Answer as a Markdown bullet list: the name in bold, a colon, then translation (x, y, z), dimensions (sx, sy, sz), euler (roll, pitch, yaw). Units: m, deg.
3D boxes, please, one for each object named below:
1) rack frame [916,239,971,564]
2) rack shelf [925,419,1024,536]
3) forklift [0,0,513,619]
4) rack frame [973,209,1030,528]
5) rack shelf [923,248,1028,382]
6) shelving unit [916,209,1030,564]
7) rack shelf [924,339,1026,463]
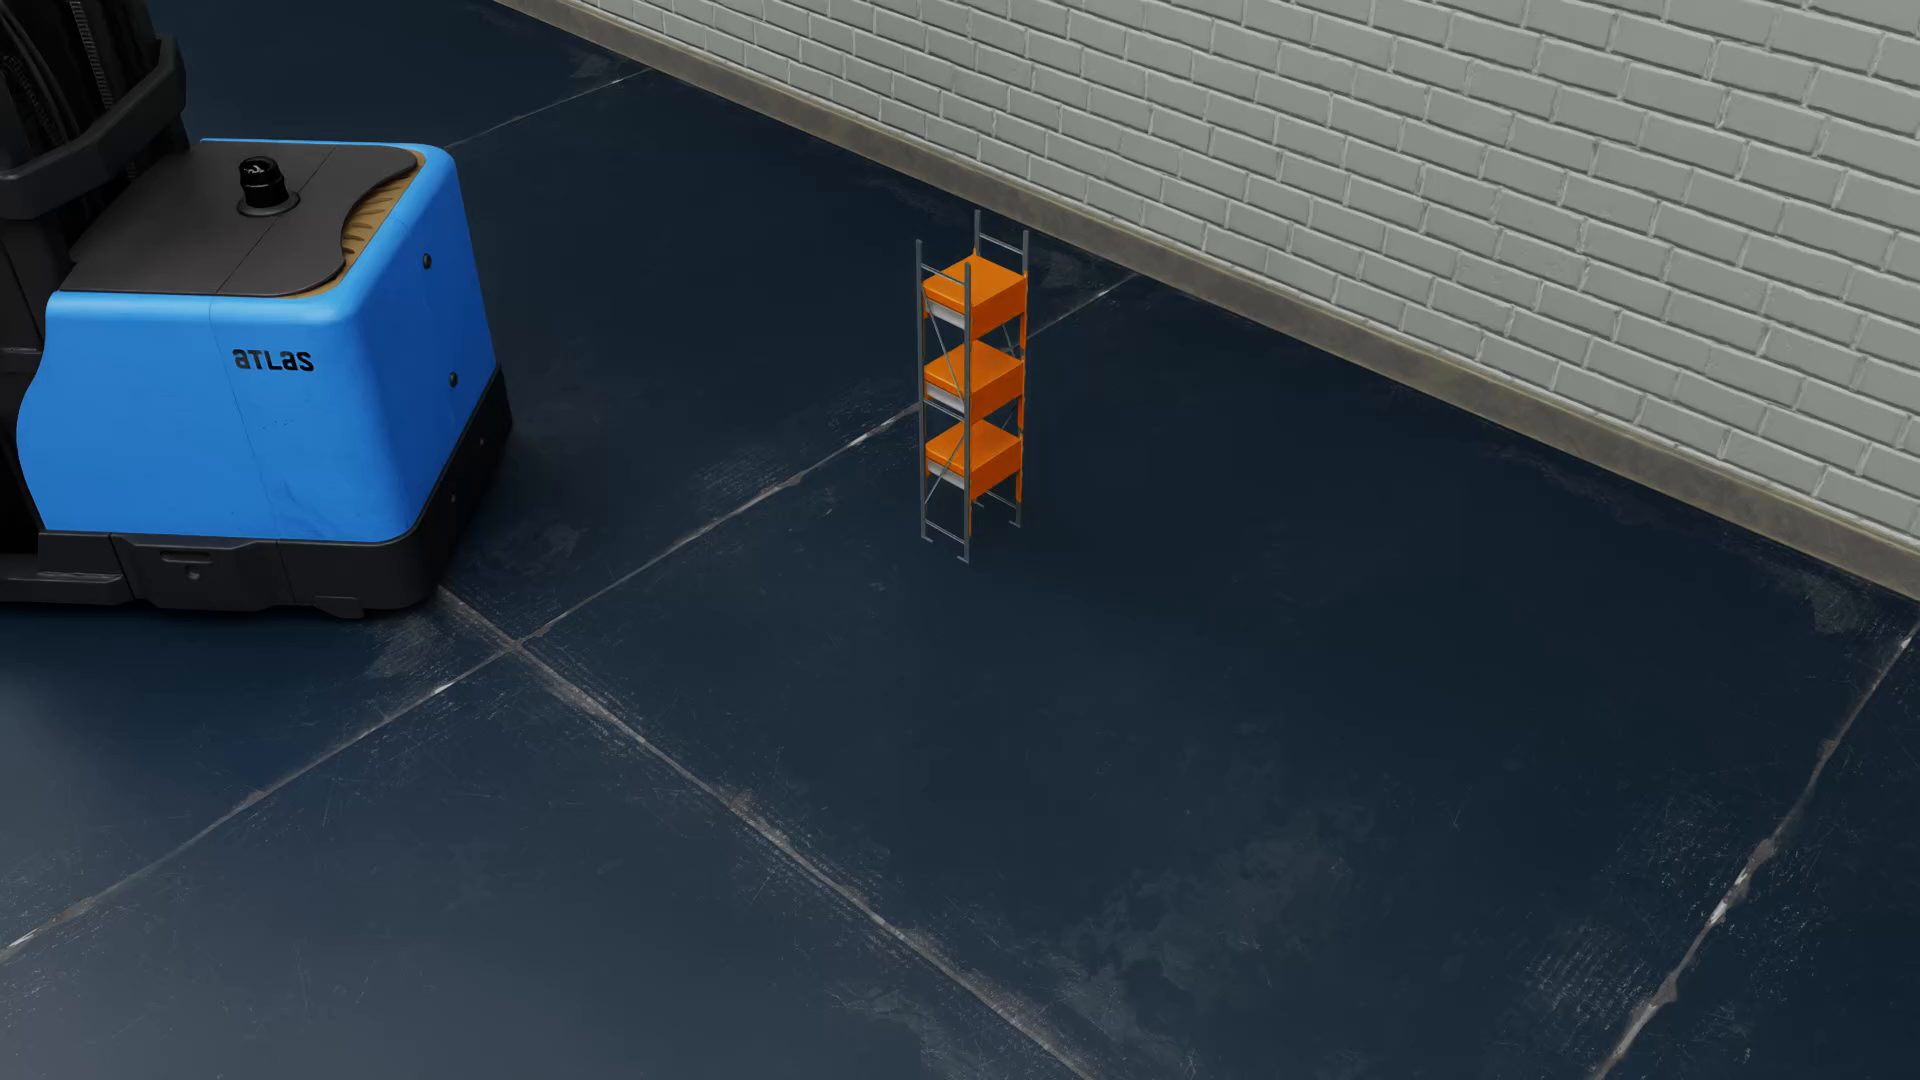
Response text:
- **rack frame**: translation (-0.046, -0.379, 4.884), dimensions (0.200, 1.050, 0.008), euler (30, 47, 32)
- **rack shelf**: translation (0.036, -0.210, 5.134), dimensions (0.215, 0.259, 0.240), euler (30, 47, 32)
- **forklift**: translation (-3.050, -1.268, 4.490), dimensions (3.031, 2.935, 1.130), euler (2, 39, 3)
- **rack frame**: translation (0.118, -0.492, 5.025), dimensions (0.200, 1.050, 0.008), euler (30, 47, 32)
- **rack shelf**: translation (0.036, -0.649, 4.784), dimensions (0.215, 0.259, 0.240), euler (30, 47, 32)
- **shelving unit**: translation (0.036, -0.435, 4.954), dimensions (0.215, 1.050, 0.252), euler (30, 47, 32)
- **rack shelf**: translation (0.036, -0.427, 4.961), dimensions (0.215, 0.259, 0.240), euler (30, 47, 32)
